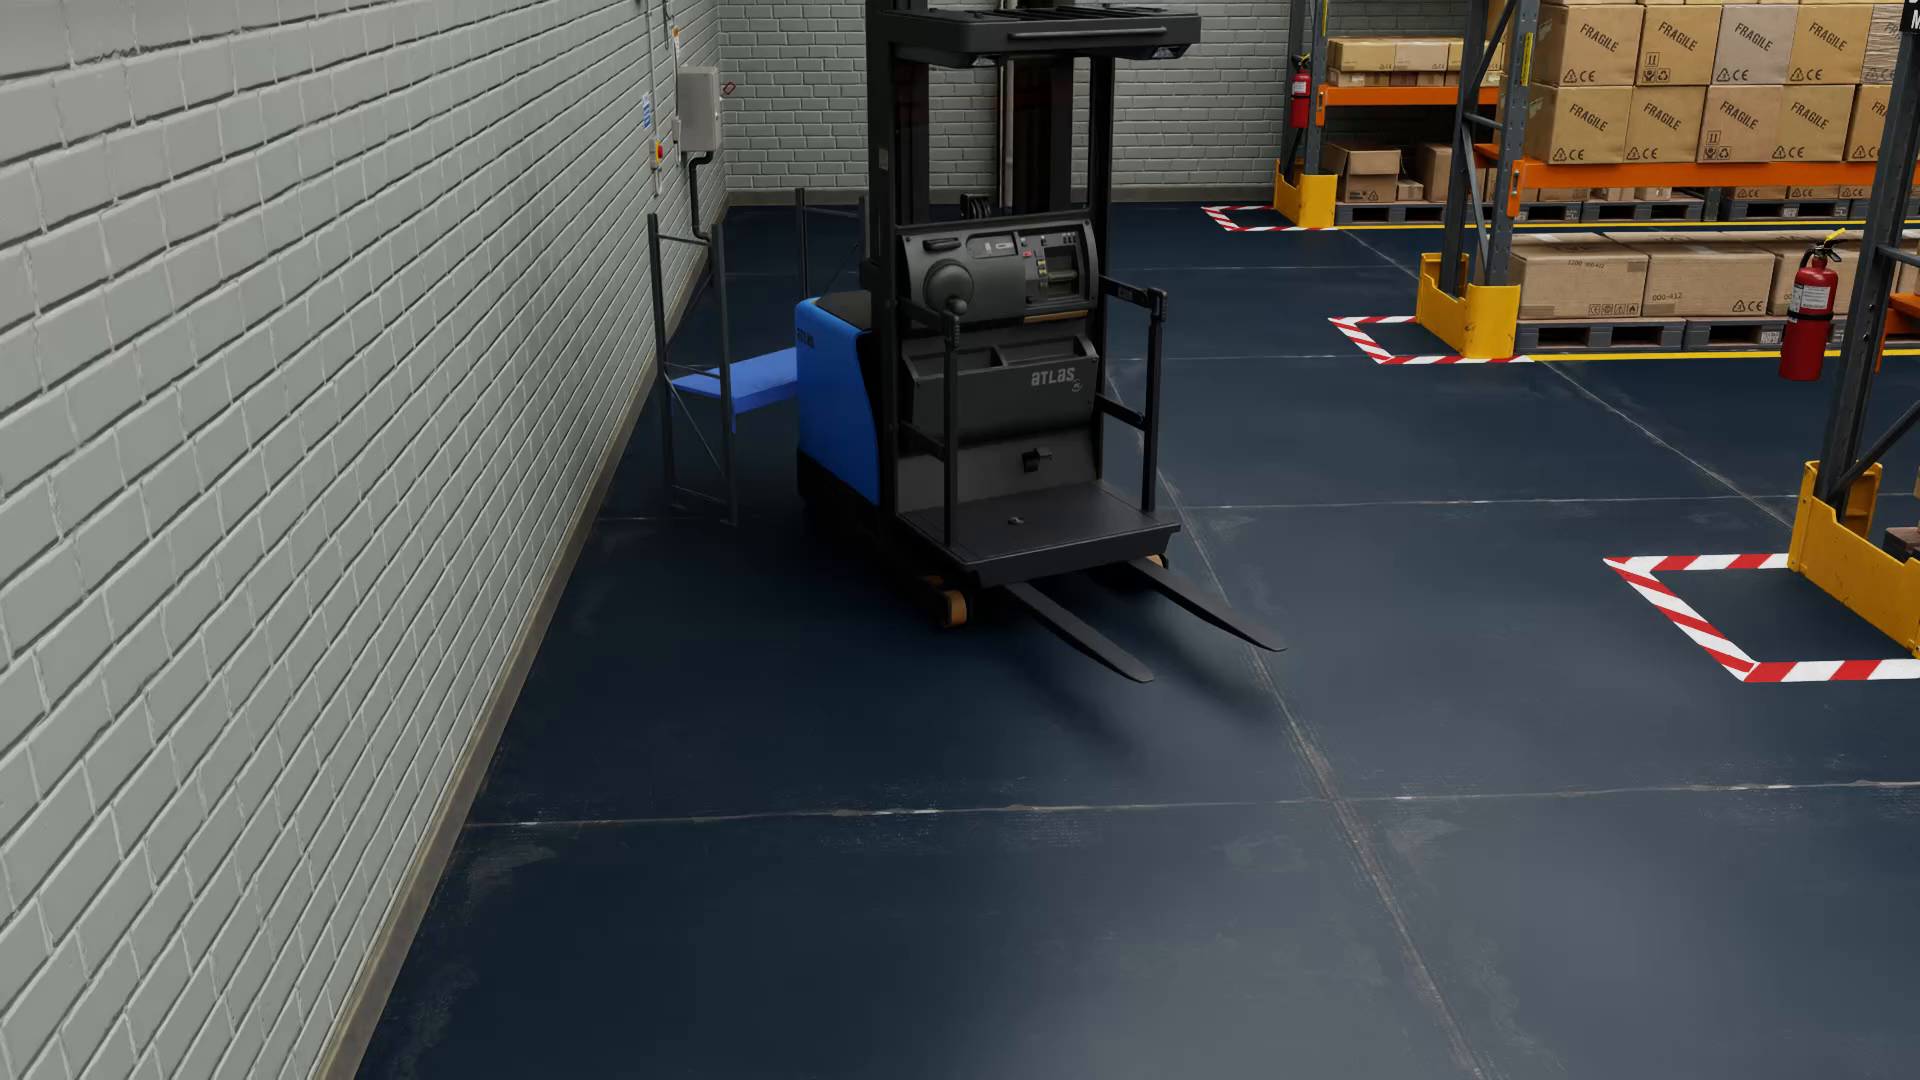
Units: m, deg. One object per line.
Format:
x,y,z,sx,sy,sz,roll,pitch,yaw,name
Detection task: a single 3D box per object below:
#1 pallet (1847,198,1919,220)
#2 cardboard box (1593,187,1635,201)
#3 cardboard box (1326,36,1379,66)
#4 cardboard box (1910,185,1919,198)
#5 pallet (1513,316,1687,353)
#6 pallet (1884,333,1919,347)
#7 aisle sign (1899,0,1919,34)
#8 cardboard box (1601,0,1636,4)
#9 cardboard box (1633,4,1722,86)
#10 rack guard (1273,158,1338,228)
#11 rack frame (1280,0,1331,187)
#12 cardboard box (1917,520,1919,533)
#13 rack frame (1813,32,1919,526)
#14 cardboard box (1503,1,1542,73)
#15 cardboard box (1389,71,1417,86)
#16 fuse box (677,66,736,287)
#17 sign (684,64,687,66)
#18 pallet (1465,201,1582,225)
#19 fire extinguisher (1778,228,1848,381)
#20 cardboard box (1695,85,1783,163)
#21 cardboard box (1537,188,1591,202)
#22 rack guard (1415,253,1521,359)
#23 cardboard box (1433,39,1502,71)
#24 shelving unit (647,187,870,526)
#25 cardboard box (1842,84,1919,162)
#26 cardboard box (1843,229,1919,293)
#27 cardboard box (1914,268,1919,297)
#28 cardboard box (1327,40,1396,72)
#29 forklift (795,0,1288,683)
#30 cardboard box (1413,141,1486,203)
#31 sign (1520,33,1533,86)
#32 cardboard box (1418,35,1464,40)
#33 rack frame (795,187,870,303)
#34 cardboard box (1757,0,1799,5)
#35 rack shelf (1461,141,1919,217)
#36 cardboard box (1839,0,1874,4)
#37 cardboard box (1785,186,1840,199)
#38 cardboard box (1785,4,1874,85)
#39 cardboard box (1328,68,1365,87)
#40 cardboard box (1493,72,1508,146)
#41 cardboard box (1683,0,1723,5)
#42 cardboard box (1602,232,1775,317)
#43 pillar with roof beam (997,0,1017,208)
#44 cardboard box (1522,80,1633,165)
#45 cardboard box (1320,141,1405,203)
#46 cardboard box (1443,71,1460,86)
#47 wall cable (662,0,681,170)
9.357,-3.445,16.872,1.213,0.211,1.003,-1,21,-3,pallet
6.430,-3.488,16.319,0.258,0.266,0.396,0,21,-1,cardboard box
3.777,-4.784,16.262,0.500,0.250,0.500,-1,21,-1,cardboard box
9.370,-3.681,16.498,0.500,0.500,0.500,-2,21,-5,cardboard box
4.414,-1.589,11.997,1.213,0.211,1.003,-1,21,-3,pallet
6.850,-1.638,12.127,1.213,0.211,1.003,-1,21,-3,pallet
3.913,-2.411,6.585,0.004,0.787,0.394,-1,21,-3,aisle sign
4.248,-3.604,10.915,0.250,0.149,0.380,-1,21,-2,cardboard box
4.631,-3.283,10.983,0.500,0.500,0.500,-2,21,-5,cardboard box
3.409,-3.444,16.465,0.348,0.500,1.175,-1,21,-3,rack guard
3.333,-4.611,16.016,0.127,3.000,1.000,-1,21,-3,rack frame
4.517,-0.040,7.427,0.250,0.149,0.380,-1,21,-2,cardboard box
4.003,-1.091,6.772,0.127,3.000,1.000,-1,21,-3,rack frame
4.088,-3.456,11.437,0.500,0.500,0.500,0,21,-1,cardboard box
4.188,-4.442,15.926,0.250,0.149,0.380,-1,21,-4,cardboard box
-1.983,-2.872,13.260,0.414,1.711,0.539,-1,21,-3,fuse box
-2.217,-3.601,13.497,0.001,0.494,0.329,-1,21,-3,sign
5.420,-3.349,16.622,1.213,0.211,1.003,-1,21,-3,pallet
3.726,-1.040,7.269,0.183,0.674,0.296,-1,21,-3,fire extinguisher
5.128,-2.826,11.188,0.500,0.500,0.500,-1,21,-3,cardboard box
5.841,-3.642,16.395,0.500,0.500,0.700,-2,21,-5,cardboard box
3.596,-1.679,11.829,0.348,0.500,1.175,-1,21,-3,rack guard
4.810,-4.615,15.820,0.500,0.250,0.500,-2,21,-4,cardboard box
-0.990,-0.969,8.554,0.538,1.500,1.048,16,26,36,shelving unit
6.150,-2.848,11.244,0.500,0.500,0.500,-1,21,-4,cardboard box
6.980,-1.953,12.046,0.875,0.438,0.875,-1,21,-4,cardboard box
4.313,-1.081,7.098,0.250,0.149,0.380,-1,21,-3,cardboard box
3.801,-4.593,15.763,0.500,0.250,0.500,-1,21,-3,cardboard box
0.282,-1.172,7.080,1.130,2.935,3.031,-10,23,-25,forklift
4.805,-3.621,16.340,0.500,0.500,0.700,0,21,-1,cardboard box
3.646,-3.092,10.699,0.005,0.325,0.100,-1,21,-3,sign
4.786,-4.802,16.311,0.500,0.250,0.500,-1,21,-1,cardboard box
-0.668,-1.108,8.921,0.500,1.500,0.032,16,26,36,rack frame
5.286,-3.595,10.890,0.250,0.149,0.380,-1,21,-3,cardboard box
5.617,-2.552,11.620,4.000,0.370,1.077,-1,21,-3,rack shelf
5.800,-3.613,10.938,0.250,0.149,0.380,-1,21,-3,cardboard box
8.353,-3.664,16.453,0.500,0.500,0.500,-1,21,-4,cardboard box
5.642,-3.307,11.046,0.500,0.500,0.500,-1,21,-3,cardboard box
3.677,-4.403,15.822,0.250,0.149,0.380,-1,21,-3,cardboard box
4.086,-2.998,11.640,0.500,0.500,0.500,-1,21,-3,cardboard box
4.775,-3.581,10.853,0.250,0.149,0.380,-2,21,-5,cardboard box
5.186,-1.917,11.951,0.875,0.438,0.875,-1,21,-2,cardboard box
0.835,-6.151,11.629,0.400,9.000,9.100,-1,21,-3,pillar with roof beam
4.116,-2.802,11.125,0.500,0.500,0.500,-1,21,-3,cardboard box
3.949,-3.619,16.330,0.637,0.503,0.797,-2,21,-5,cardboard box
4.709,-4.433,15.901,0.250,0.149,0.380,-1,21,-2,cardboard box
-2.101,-3.703,12.204,0.122,1.984,0.588,-1,21,-3,wall cable
